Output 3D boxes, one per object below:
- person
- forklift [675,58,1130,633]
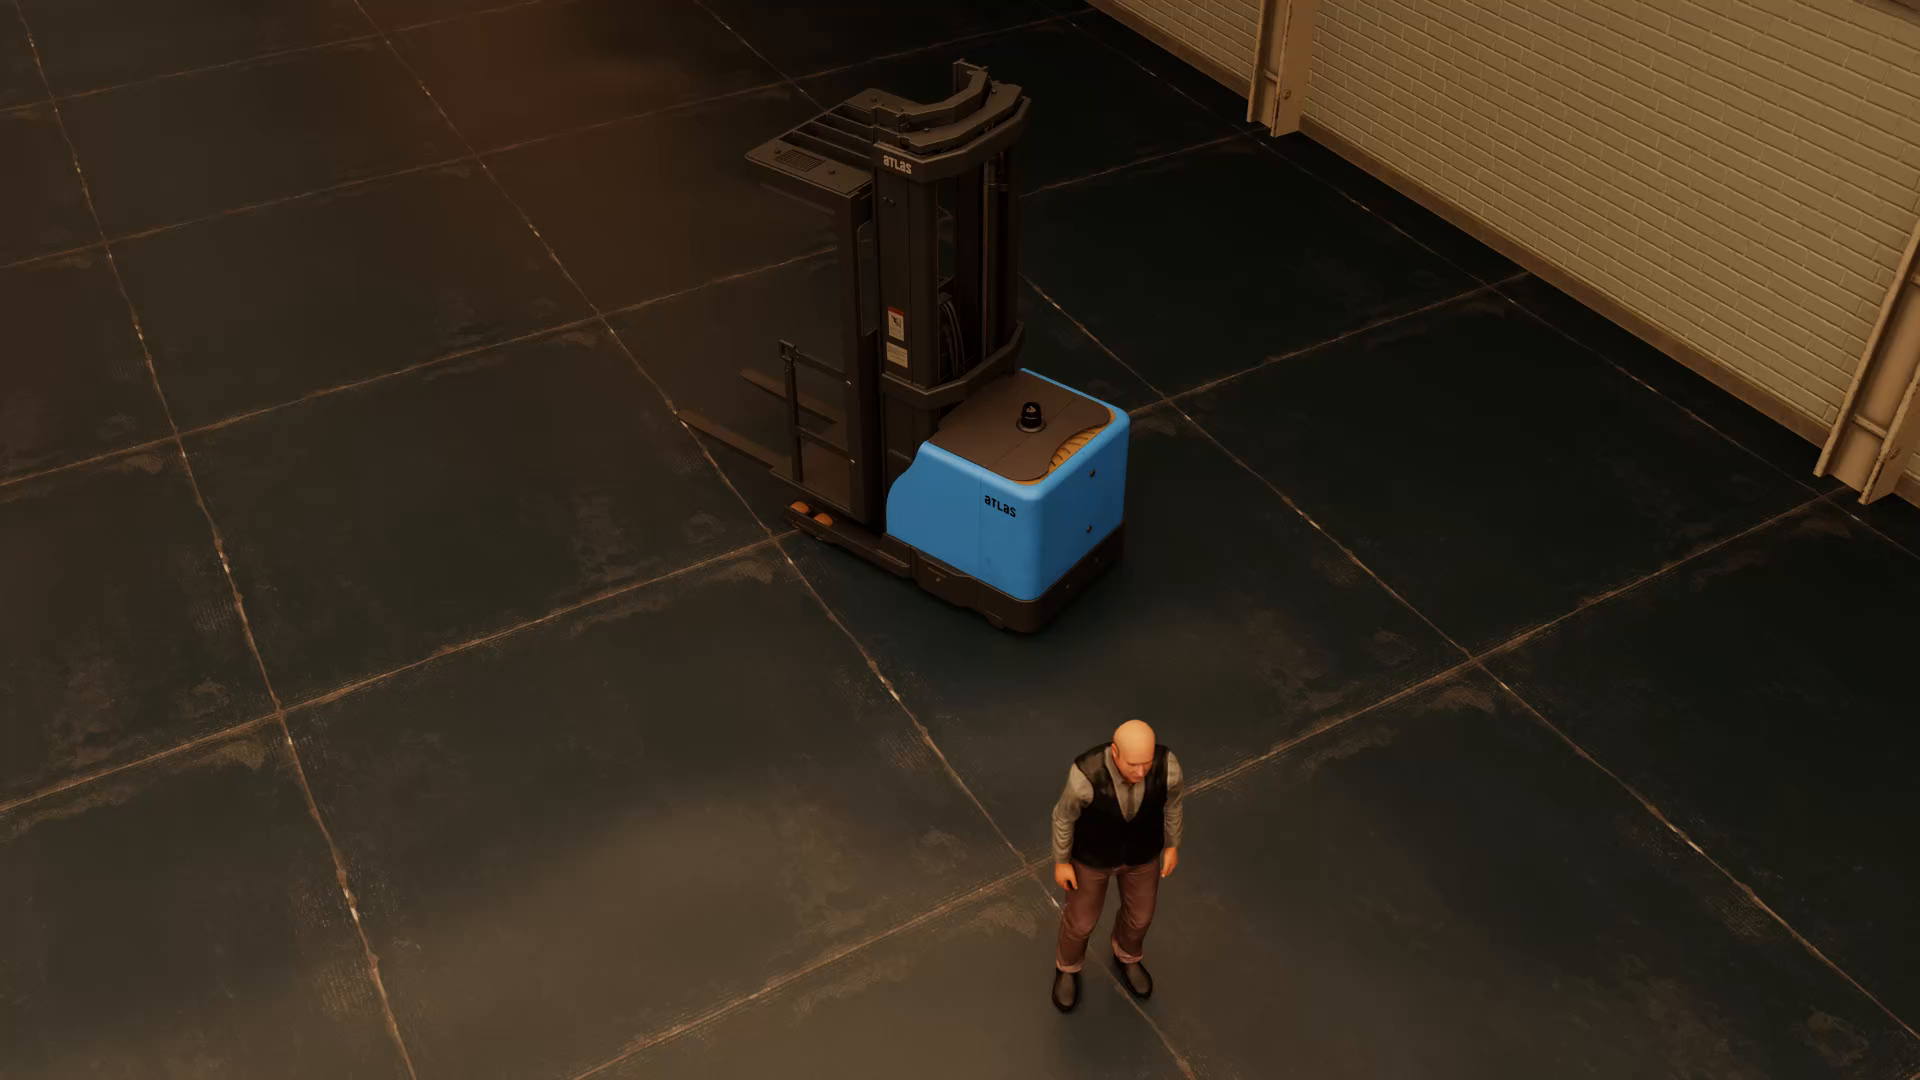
[{"bbox_3d":[0.682,1.372,7.331,0.581,1.721,0.413,-7,40,-8],"label":"person"},{"bbox_3d":[-0.481,-1.366,9.683,3.031,2.935,1.130,26,46,28],"label":"forklift"}]
